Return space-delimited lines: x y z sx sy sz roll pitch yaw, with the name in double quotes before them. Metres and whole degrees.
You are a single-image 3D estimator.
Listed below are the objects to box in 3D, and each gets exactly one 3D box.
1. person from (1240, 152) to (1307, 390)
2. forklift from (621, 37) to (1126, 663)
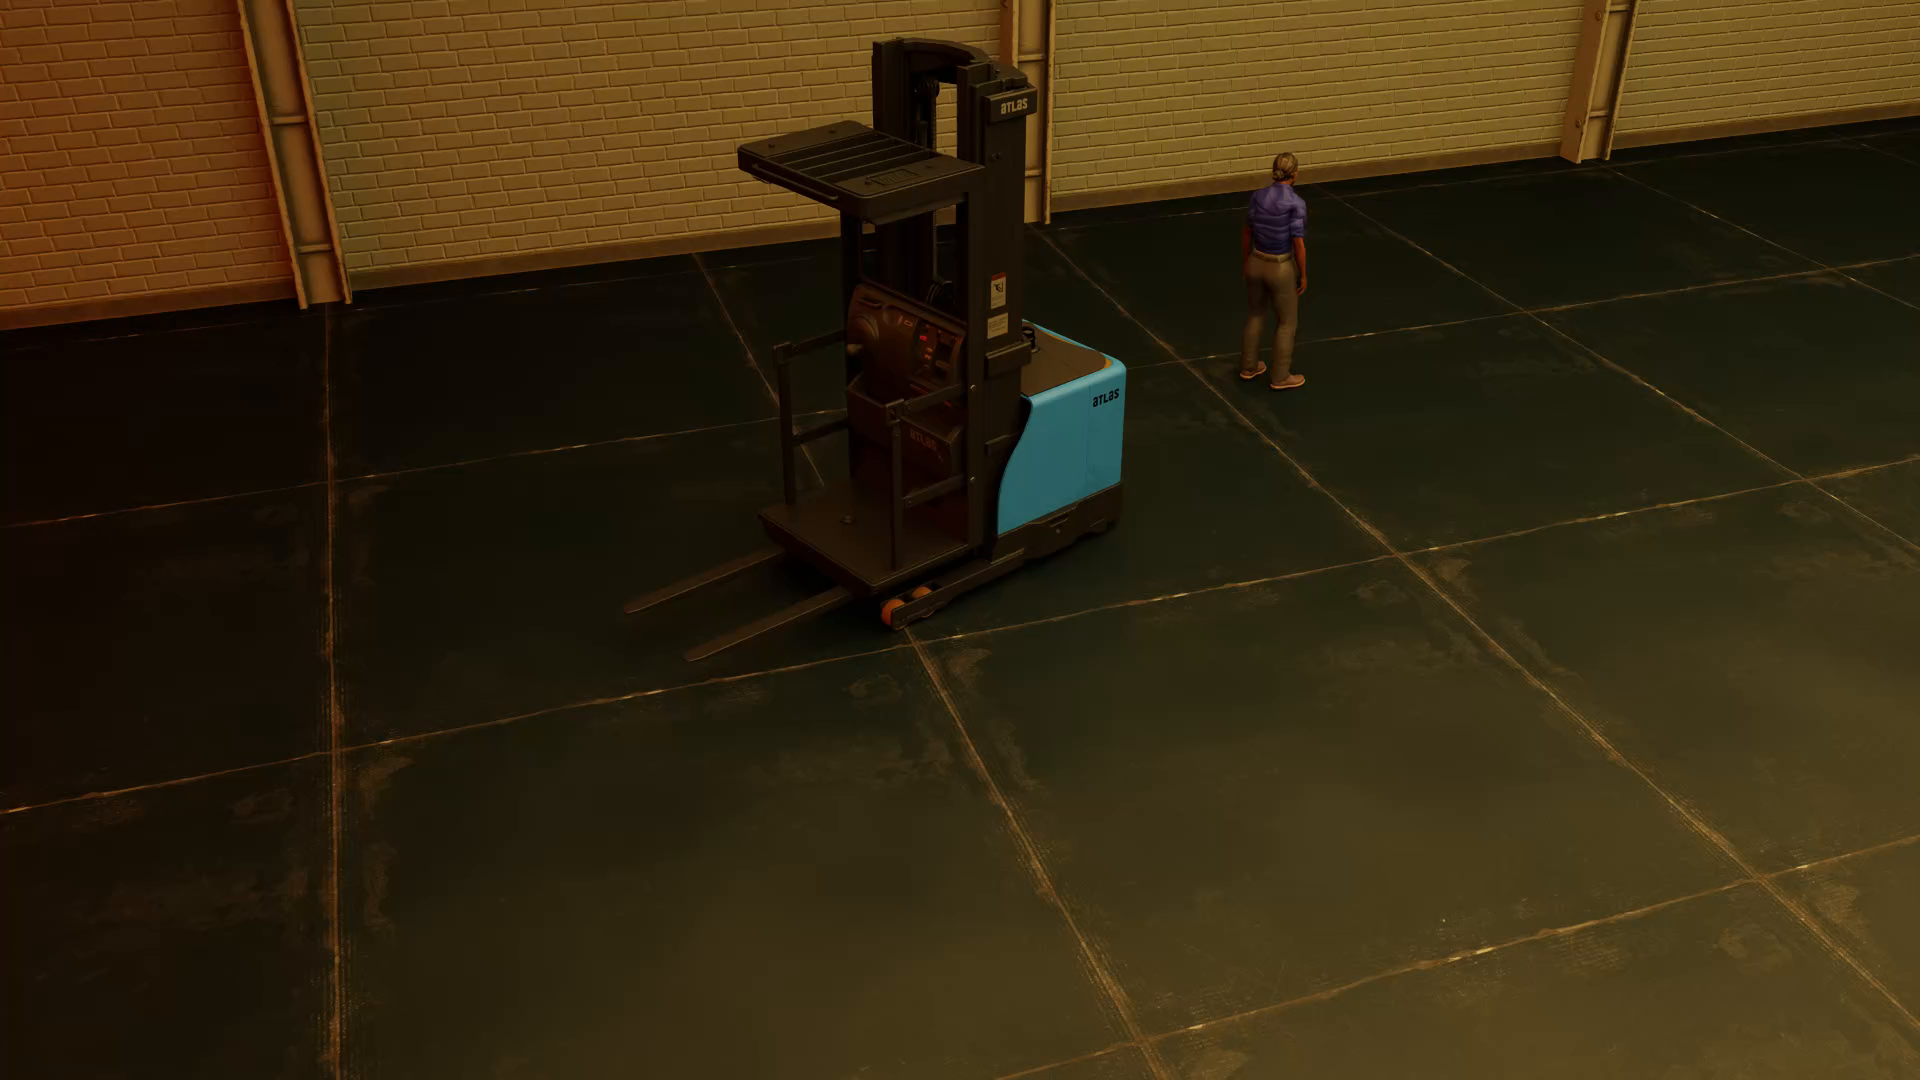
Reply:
"person" 2.206 -1.881 11.637 0.532 1.655 0.348 24 38 35
"forklift" -0.461 -1.072 8.951 3.031 2.935 1.130 -23 37 -34
